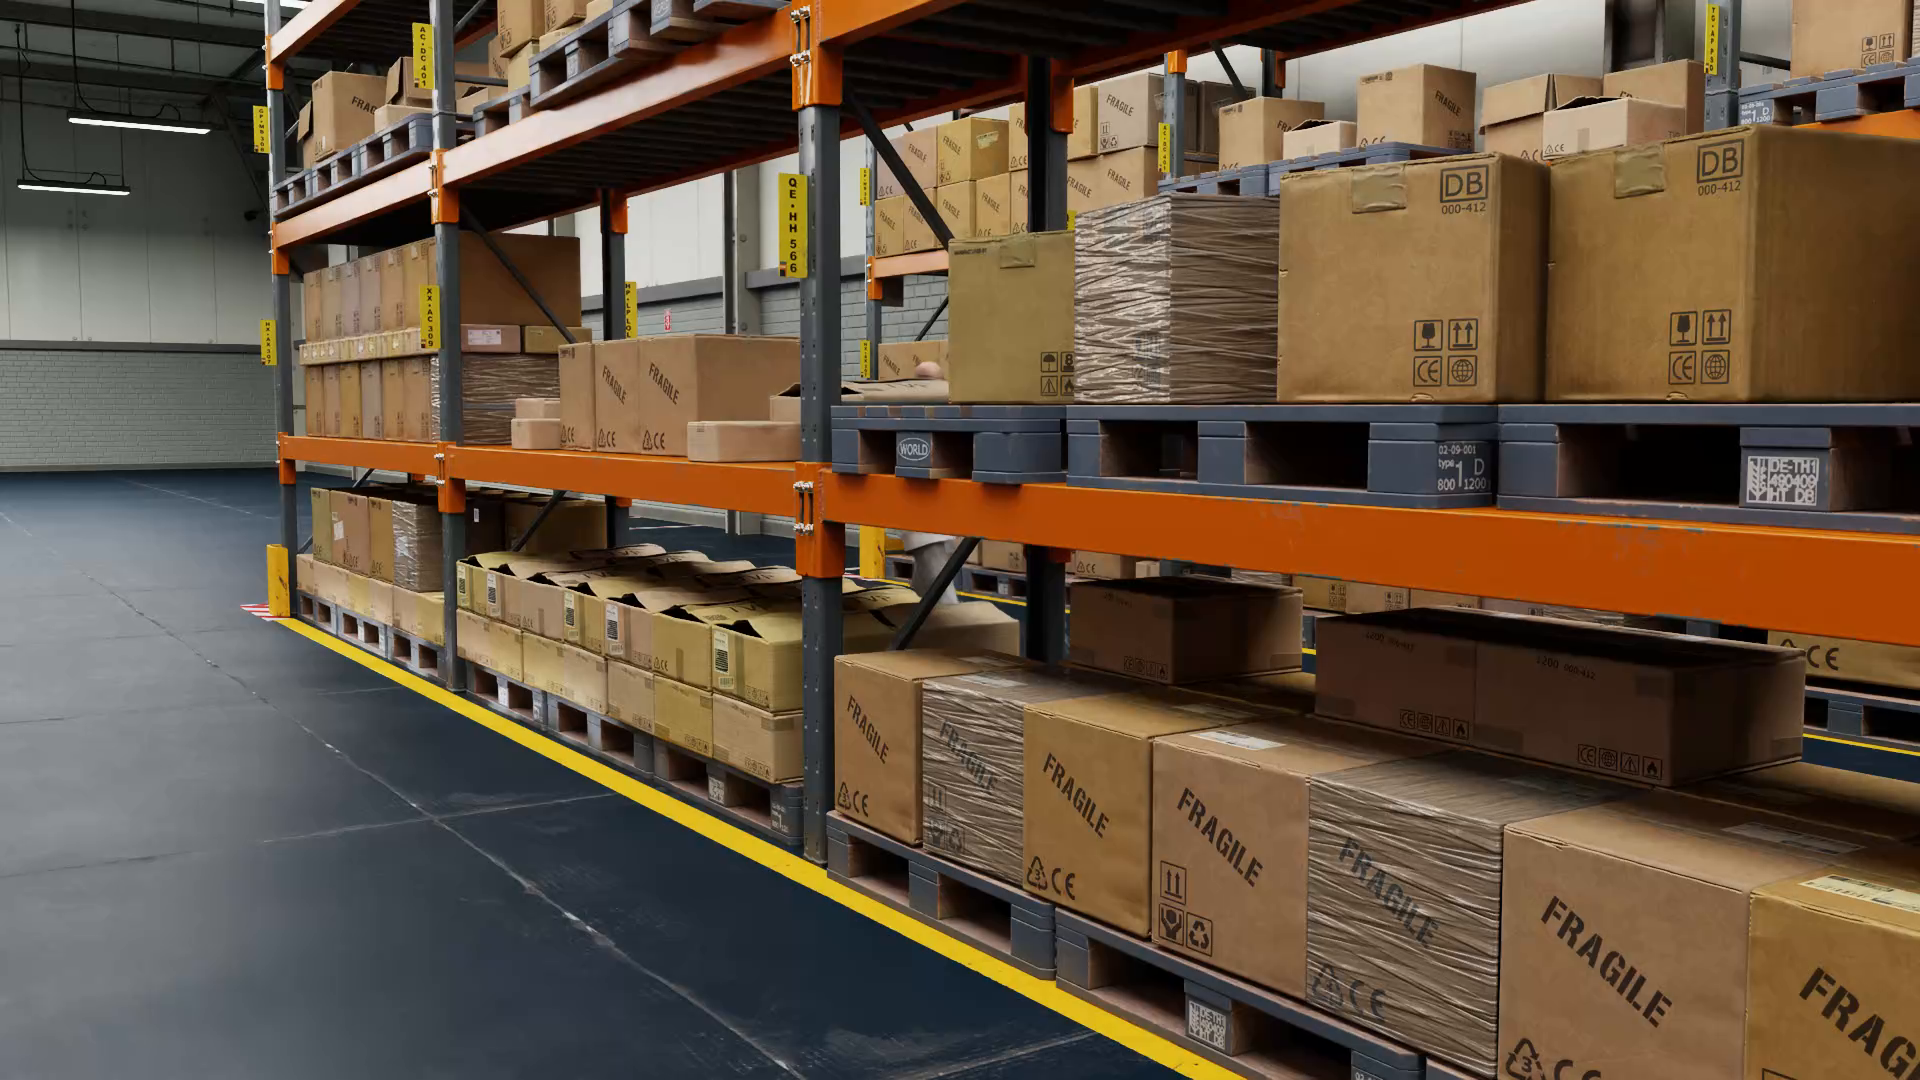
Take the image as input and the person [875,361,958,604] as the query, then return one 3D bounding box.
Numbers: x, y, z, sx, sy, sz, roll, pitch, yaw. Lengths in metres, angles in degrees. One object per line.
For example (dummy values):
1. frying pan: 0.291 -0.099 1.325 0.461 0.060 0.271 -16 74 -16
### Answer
1. person: -0.238 -0.189 9.878 0.602 1.732 1.052 -4 6 -38
